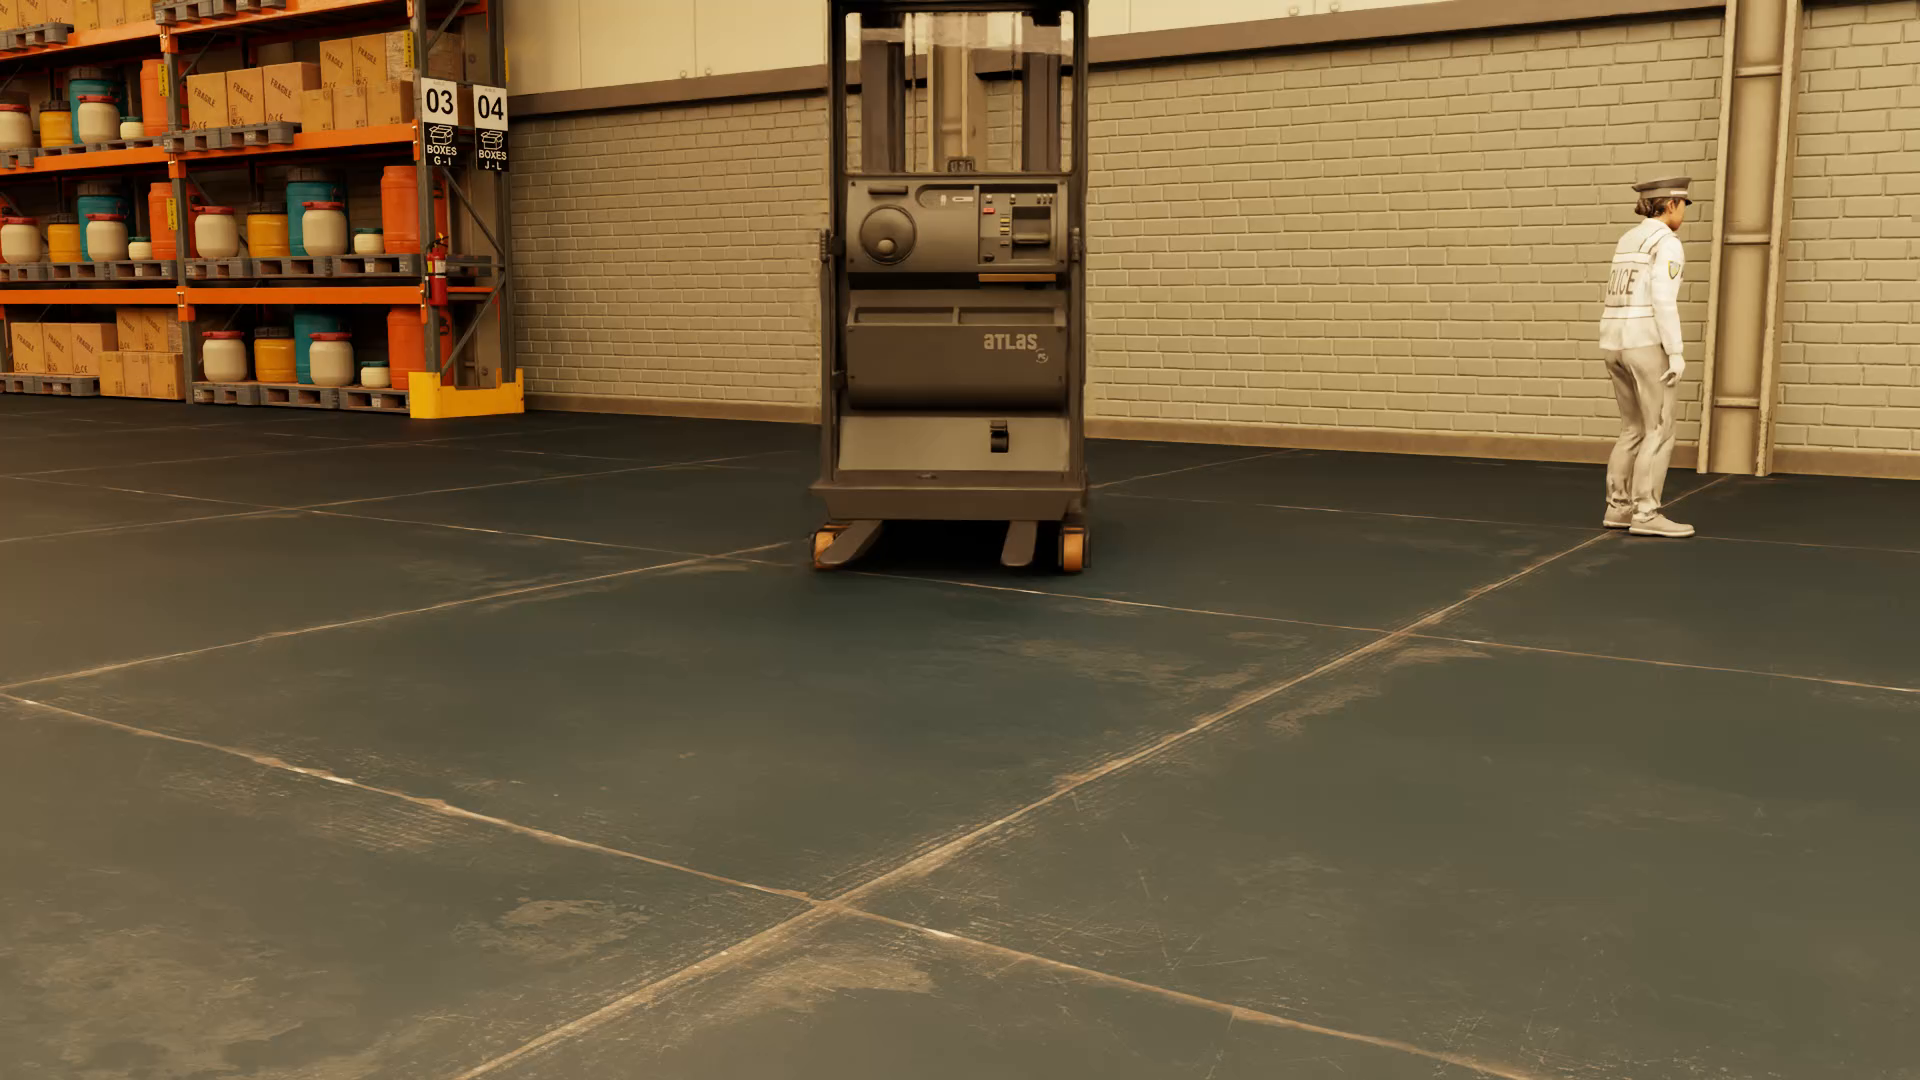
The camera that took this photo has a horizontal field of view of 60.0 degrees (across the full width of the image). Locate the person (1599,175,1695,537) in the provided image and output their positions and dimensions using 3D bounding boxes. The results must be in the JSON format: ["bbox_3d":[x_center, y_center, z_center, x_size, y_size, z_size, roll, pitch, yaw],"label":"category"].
[{"bbox_3d":[3.217,-0.866,7.802,0.374,1.660,0.534,-1,8,-7],"label":"person"}]

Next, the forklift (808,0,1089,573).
[{"bbox_3d":[-0.024,-1.364,6.786,1.130,2.935,3.031,1,8,4],"label":"forklift"}]
